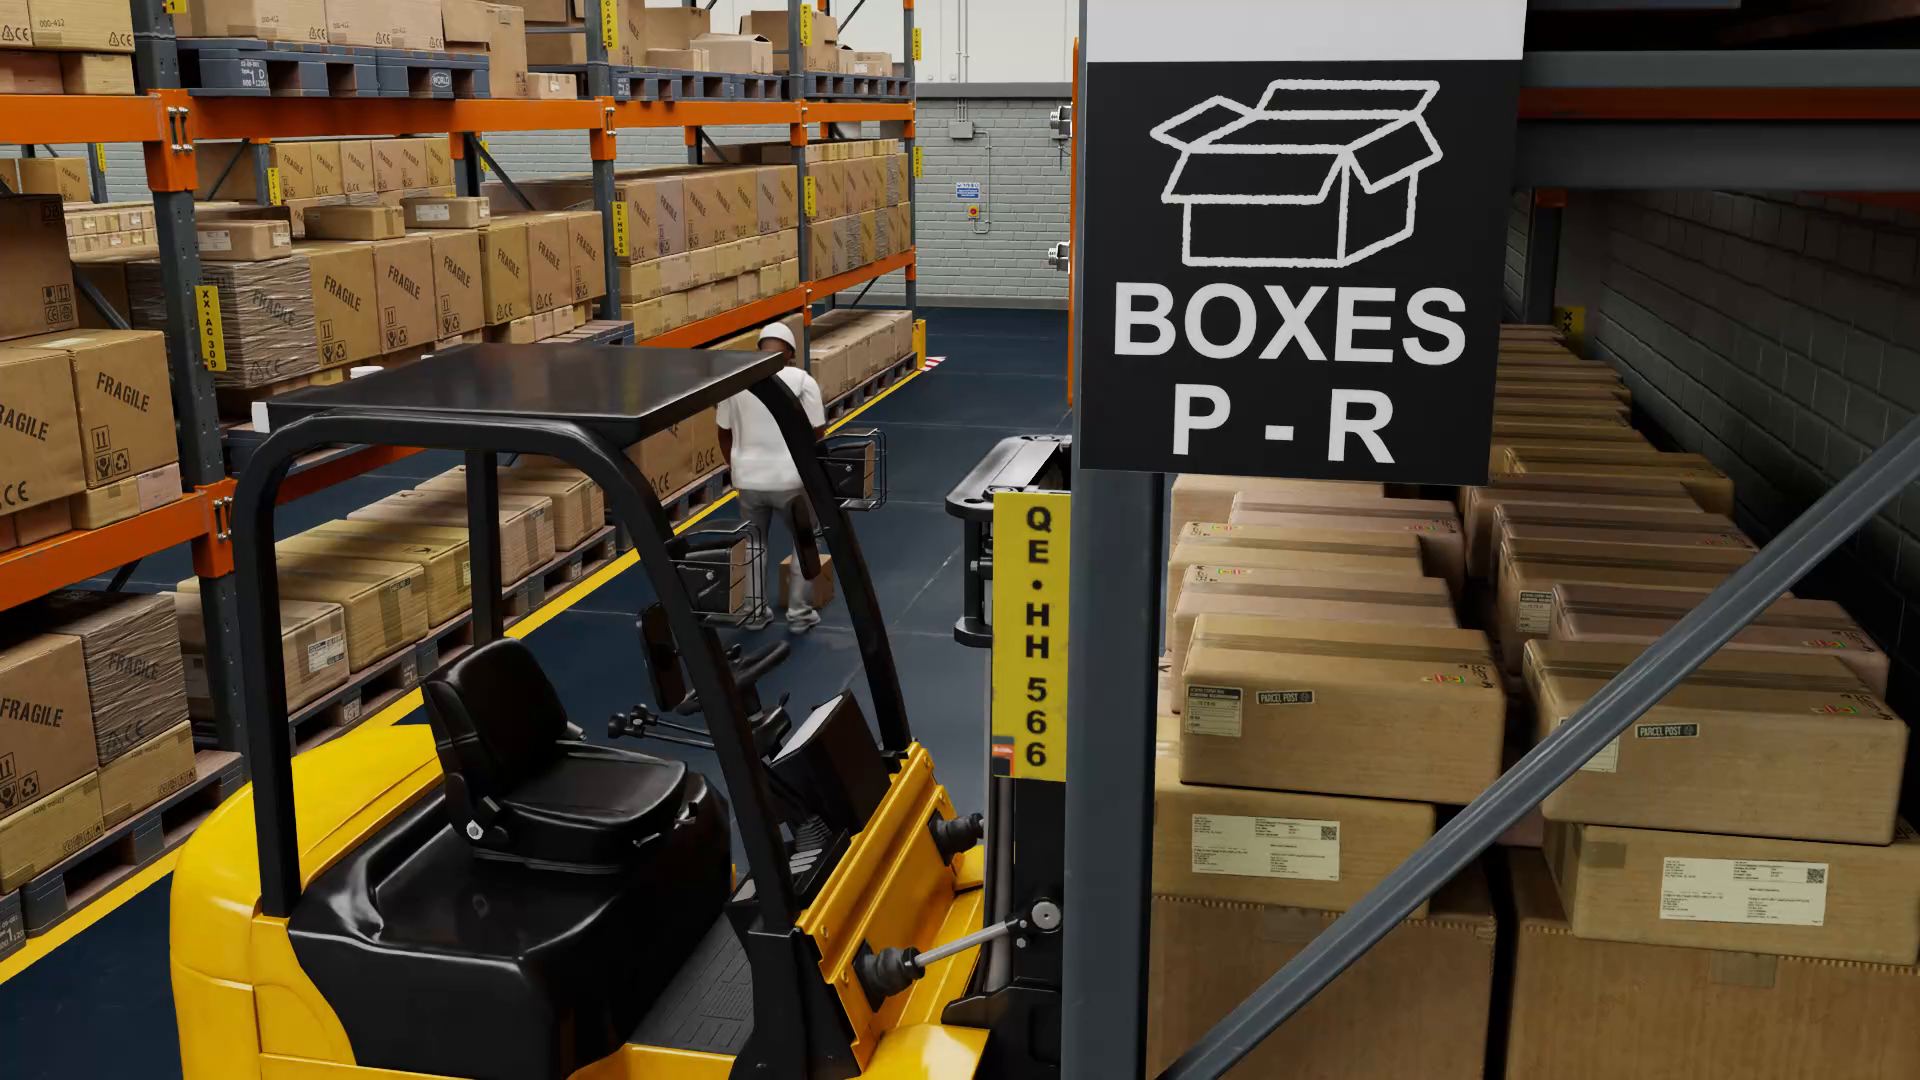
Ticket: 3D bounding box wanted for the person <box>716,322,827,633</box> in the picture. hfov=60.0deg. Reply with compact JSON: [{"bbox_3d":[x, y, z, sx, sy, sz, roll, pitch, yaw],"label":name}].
[{"bbox_3d":[-1.014,-0.334,8.984,0.610,1.652,0.554,3,15,12],"label":"person"}]
